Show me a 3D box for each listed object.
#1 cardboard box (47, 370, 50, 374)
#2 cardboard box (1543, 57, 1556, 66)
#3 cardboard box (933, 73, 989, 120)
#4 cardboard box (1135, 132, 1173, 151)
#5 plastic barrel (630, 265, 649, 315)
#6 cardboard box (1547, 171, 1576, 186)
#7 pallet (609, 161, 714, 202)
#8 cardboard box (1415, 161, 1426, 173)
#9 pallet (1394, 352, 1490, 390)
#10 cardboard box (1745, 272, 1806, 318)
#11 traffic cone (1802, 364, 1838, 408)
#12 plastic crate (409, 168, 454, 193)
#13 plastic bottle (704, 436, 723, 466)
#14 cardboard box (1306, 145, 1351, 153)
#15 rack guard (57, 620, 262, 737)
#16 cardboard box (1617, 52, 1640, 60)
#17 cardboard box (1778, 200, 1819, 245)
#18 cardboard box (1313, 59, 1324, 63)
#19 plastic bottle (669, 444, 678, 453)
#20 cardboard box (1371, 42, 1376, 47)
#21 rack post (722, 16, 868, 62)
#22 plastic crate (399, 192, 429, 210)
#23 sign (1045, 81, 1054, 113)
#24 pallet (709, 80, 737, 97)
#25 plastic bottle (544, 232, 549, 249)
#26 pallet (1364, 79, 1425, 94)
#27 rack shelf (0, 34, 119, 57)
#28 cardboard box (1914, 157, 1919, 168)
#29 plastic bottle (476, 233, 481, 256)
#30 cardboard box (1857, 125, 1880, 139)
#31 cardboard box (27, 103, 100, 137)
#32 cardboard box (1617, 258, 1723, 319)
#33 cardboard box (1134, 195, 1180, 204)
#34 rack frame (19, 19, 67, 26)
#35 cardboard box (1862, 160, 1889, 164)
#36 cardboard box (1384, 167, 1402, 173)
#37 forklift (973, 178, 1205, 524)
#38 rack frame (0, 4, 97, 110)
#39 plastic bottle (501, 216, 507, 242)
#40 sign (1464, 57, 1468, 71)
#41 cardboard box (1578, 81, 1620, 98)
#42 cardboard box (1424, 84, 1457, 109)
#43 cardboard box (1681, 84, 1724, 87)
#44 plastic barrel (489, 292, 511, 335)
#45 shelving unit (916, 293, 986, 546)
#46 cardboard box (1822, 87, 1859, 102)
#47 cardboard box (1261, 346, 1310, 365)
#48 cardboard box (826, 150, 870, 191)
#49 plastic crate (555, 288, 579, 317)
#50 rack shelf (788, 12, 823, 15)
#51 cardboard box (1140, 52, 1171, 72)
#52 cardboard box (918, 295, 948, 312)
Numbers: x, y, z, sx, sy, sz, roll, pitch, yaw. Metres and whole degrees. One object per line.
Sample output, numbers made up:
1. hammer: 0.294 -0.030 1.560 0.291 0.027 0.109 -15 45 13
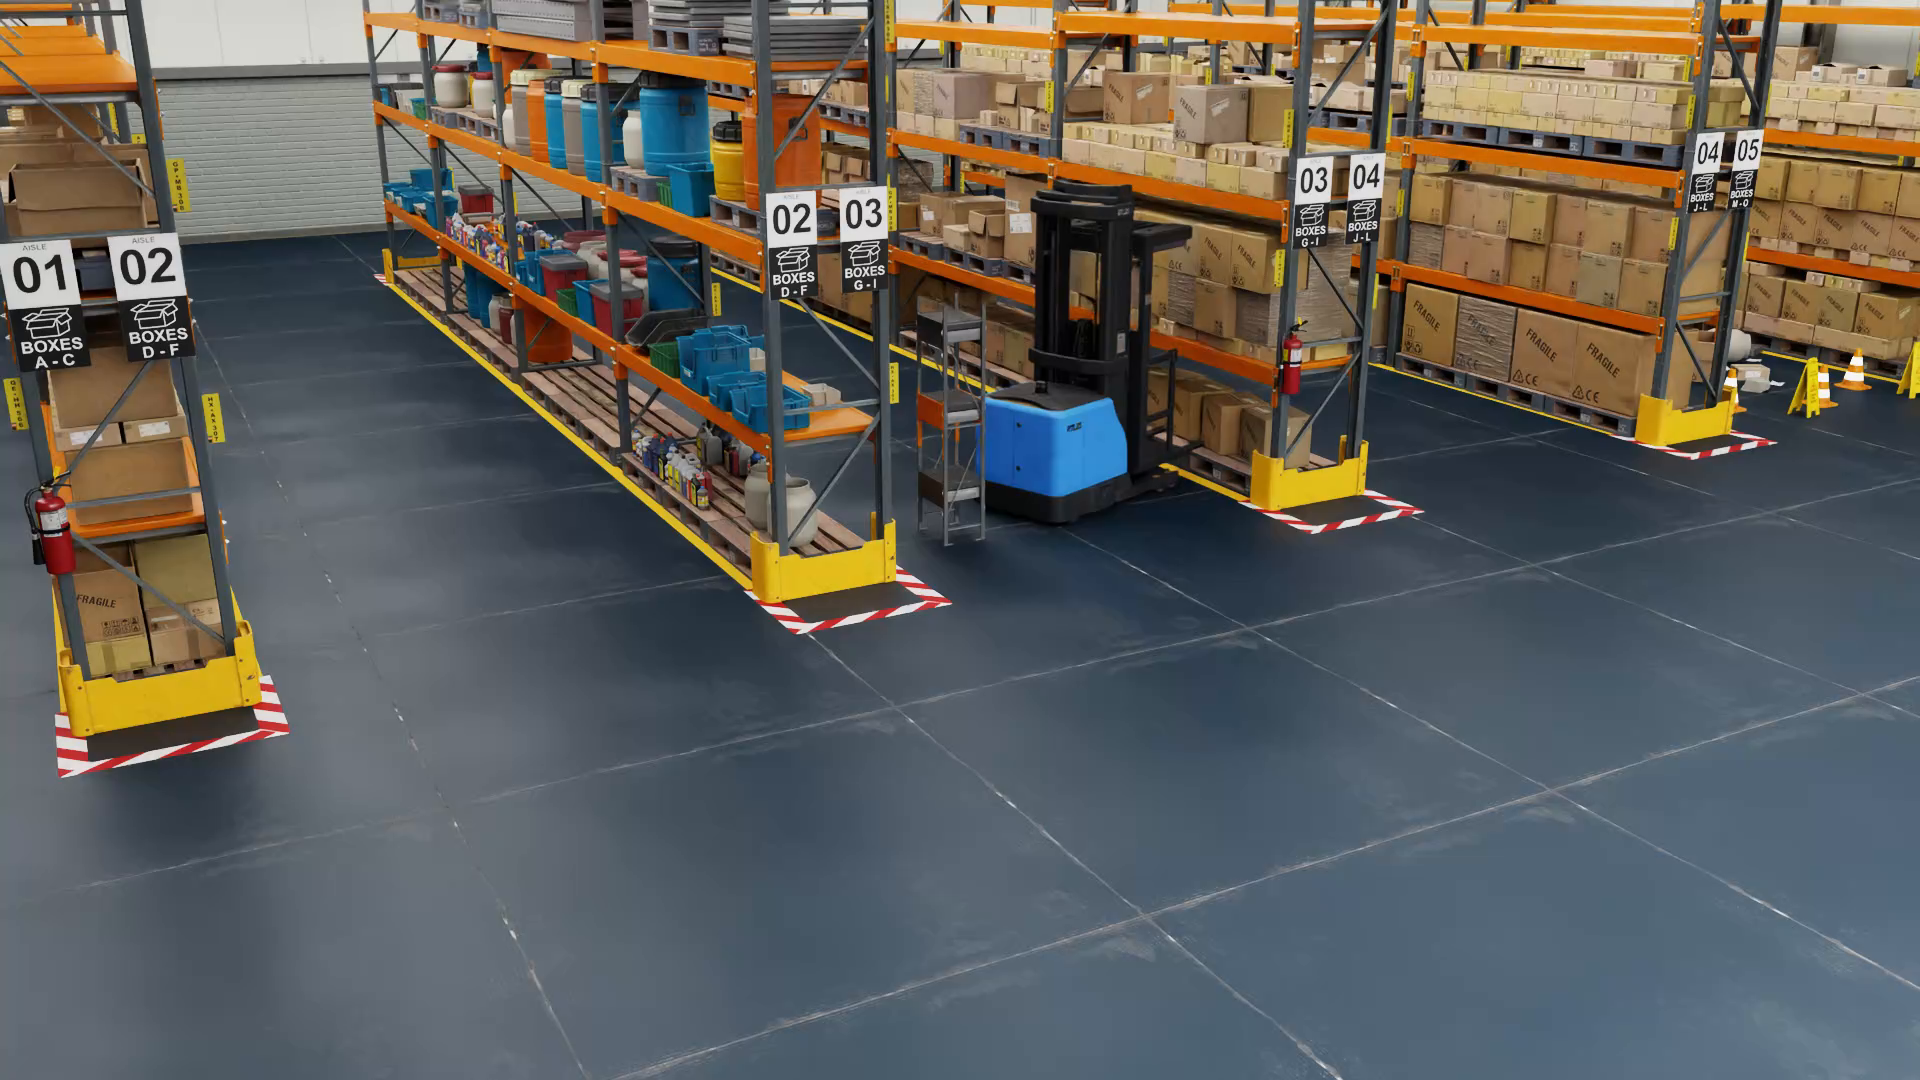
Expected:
1. cardboard box: -6.586 -1.217 12.413 0.380 0.149 0.250 -10 21 -27
2. cardboard box: 10.863 -8.724 30.305 0.380 0.149 0.250 -10 21 -26
3. cardboard box: 0.018 -5.334 19.972 0.500 0.500 0.500 -11 22 -28
4. cardboard box: 1.974 -3.974 16.570 0.380 0.149 0.250 -10 22 -28
5. plastic barrel: -3.182 -2.554 17.225 0.433 0.535 0.433 0 19 0
6. cardboard box: 9.013 -5.408 24.452 0.500 0.500 0.500 -11 22 -29
7. pallet: -2.492 -3.318 15.338 1.213 0.211 1.003 -10 21 -27
8. cardboard box: 7.560 -6.043 27.009 0.500 0.250 0.500 -11 22 -28
9. pallet: 6.144 -2.139 20.506 1.003 0.211 1.213 -10 21 -27
10. cardboard box: 10.711 -3.224 21.798 0.500 0.500 0.500 -9 21 -24
11. traffic cone: 9.904 -1.790 19.109 0.336 0.463 0.334 -10 21 -27
12. plastic crate: -8.296 -5.604 26.126 0.616 0.435 0.499 -10 21 -27
13. plastic bottle: -2.389 -0.876 16.072 0.152 0.276 0.135 -10 21 -27
14. cardboard box: 3.372 -3.540 15.311 0.380 0.149 0.250 -9 21 -25
15. rack guard: -5.371 0.922 11.193 1.175 0.500 0.348 -10 21 -27
16. cardboard box: 11.709 -8.431 29.029 0.380 0.149 0.250 -11 22 -28
17. cardboard box: 10.867 -4.073 21.227 0.500 0.500 0.500 -10 21 -26
18. cardboard box: 6.290 -8.135 28.571 0.396 0.266 0.258 -10 22 -27
19. plastic bottle: -2.727 -0.780 15.802 0.097 0.271 0.097 0 19 0
20. cardboard box: 8.818 -10.256 34.162 0.500 0.250 0.500 -10 22 -27
21. rack post: -1.268 -3.869 12.814 0.937 0.300 0.954 -8 20 -21
22. plastic crate: -8.166 -5.075 24.905 0.416 0.233 0.300 -10 21 -27
23. sign: 0.951 -4.710 17.686 0.100 0.325 0.005 -10 21 -27
24. pallet: -3.315 -7.207 26.456 1.003 0.211 1.213 -10 21 -27
25. plastic bottle: -5.250 -3.787 21.187 0.061 0.283 0.133 -10 21 -27
26. pallet: 7.374 -7.457 27.335 1.003 0.211 1.213 -9 21 -24
27. rack shelf: -8.231 -4.296 15.001 1.077 0.370 4.000 -10 21 -27
28. cardboard box: 14.416 -5.610 24.687 0.380 0.149 0.250 -10 21 -26
29. plastic bottle: -6.082 -3.744 21.060 0.061 0.283 0.133 -10 21 -27
30. cardboard box: 11.179 -4.988 20.275 0.380 0.149 0.250 -10 21 -27
31. cardboard box: -7.540 -3.498 14.008 0.500 0.500 0.500 -10 21 -26
32. cardboard box: 7.535 -2.709 17.655 0.875 0.550 0.550 -10 21 -27
33. cardboard box: 2.133 -3.379 17.682 0.500 0.500 0.500 -10 21 -27
34. rack frame: -12.980 -7.695 23.137 1.000 3.000 0.127 -10 21 -27
35. cardboard box: 14.030 -5.742 25.525 0.380 0.149 0.250 -10 22 -27
36. cardboard box: 5.364 -4.496 21.377 0.700 0.500 0.500 -10 22 -28
37. forklift: 1.465 -1.941 15.762 1.130 2.935 3.031 16 24 38
38. rack frame: -11.081 -6.547 19.810 1.000 3.000 0.127 -10 21 -27
39. plastic bottle: -6.034 -4.166 22.180 0.144 0.351 0.185 -10 21 -27
40. sign: 7.768 -7.248 25.524 0.100 0.325 0.005 -10 21 -27
41. cardboard box: 6.811 -4.797 17.700 0.380 0.149 0.250 -10 21 -26
42. cardboard box: 5.837 -5.237 19.588 0.500 0.250 0.500 -10 21 -26
43. cardboard box: 7.754 -4.678 17.357 0.380 0.149 0.250 -10 21 -26
44. plastic barrel: -5.951 -2.962 21.787 0.421 0.512 0.421 0 19 0
45. shelving unit: -0.079 -1.040 14.427 0.431 2.100 0.503 -10 21 -27
46. cardboard box: 10.881 -5.497 20.528 0.380 0.149 0.250 -9 21 -25
47. cardboard box: 3.021 -1.731 15.434 0.380 0.149 0.250 -10 21 -27
48. cardboard box: -1.425 -5.209 23.438 0.797 0.503 0.637 -9 21 -25
49. plastic crate: -3.996 -2.537 17.710 0.450 0.188 0.662 -10 21 -27
50. rack shelf: -3.310 -8.126 26.100 1.077 0.370 4.000 -10 21 -27
51. cardboard box: 2.902 -7.105 24.697 0.396 0.266 0.258 -10 21 -27
52. cardboard box: -0.125 -2.933 21.692 0.700 0.500 0.500 -11 22 -30
